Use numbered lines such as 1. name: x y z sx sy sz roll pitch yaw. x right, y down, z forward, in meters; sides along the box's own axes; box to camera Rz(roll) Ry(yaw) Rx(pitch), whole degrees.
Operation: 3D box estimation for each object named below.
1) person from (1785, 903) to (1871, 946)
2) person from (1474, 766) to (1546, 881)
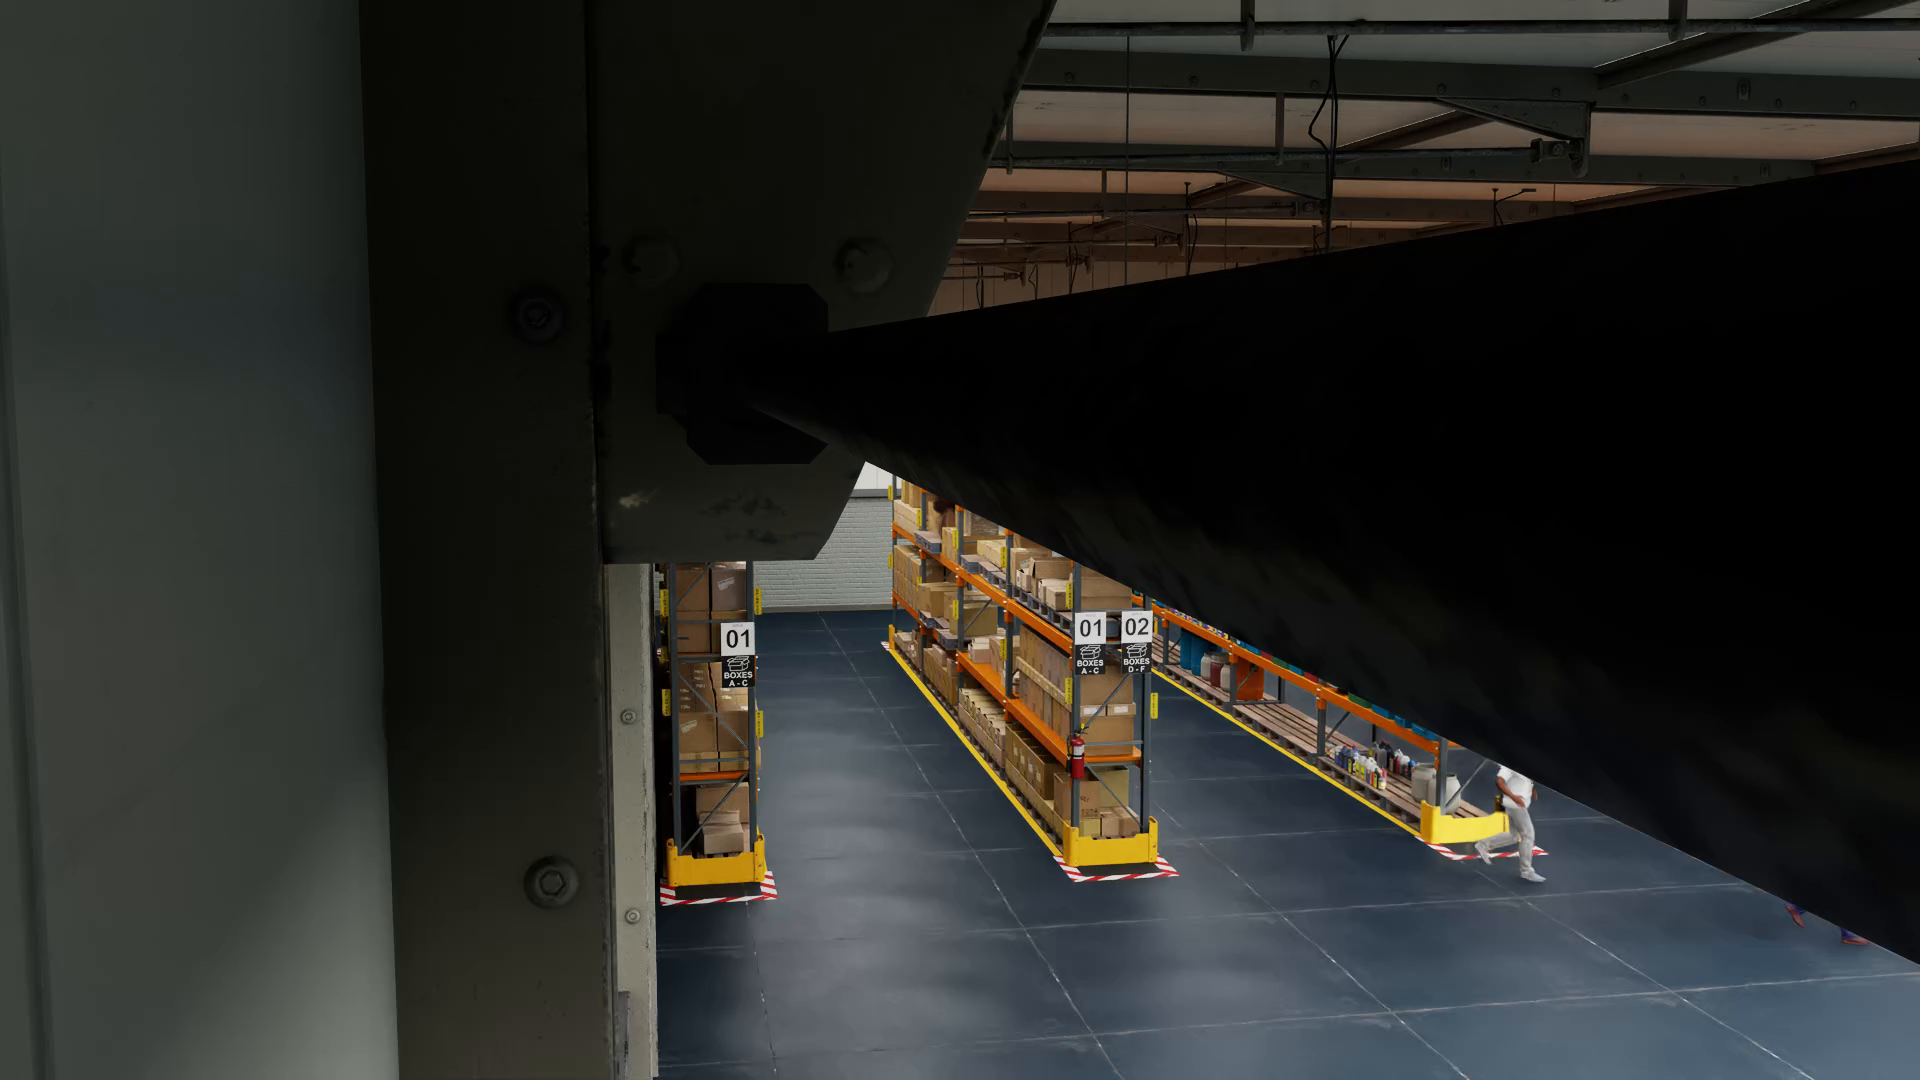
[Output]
1. person: 9.509 3.583 18.096 0.802 1.595 0.621 2 6 15
2. person: 6.821 3.271 20.509 0.885 1.765 0.737 3 7 27
